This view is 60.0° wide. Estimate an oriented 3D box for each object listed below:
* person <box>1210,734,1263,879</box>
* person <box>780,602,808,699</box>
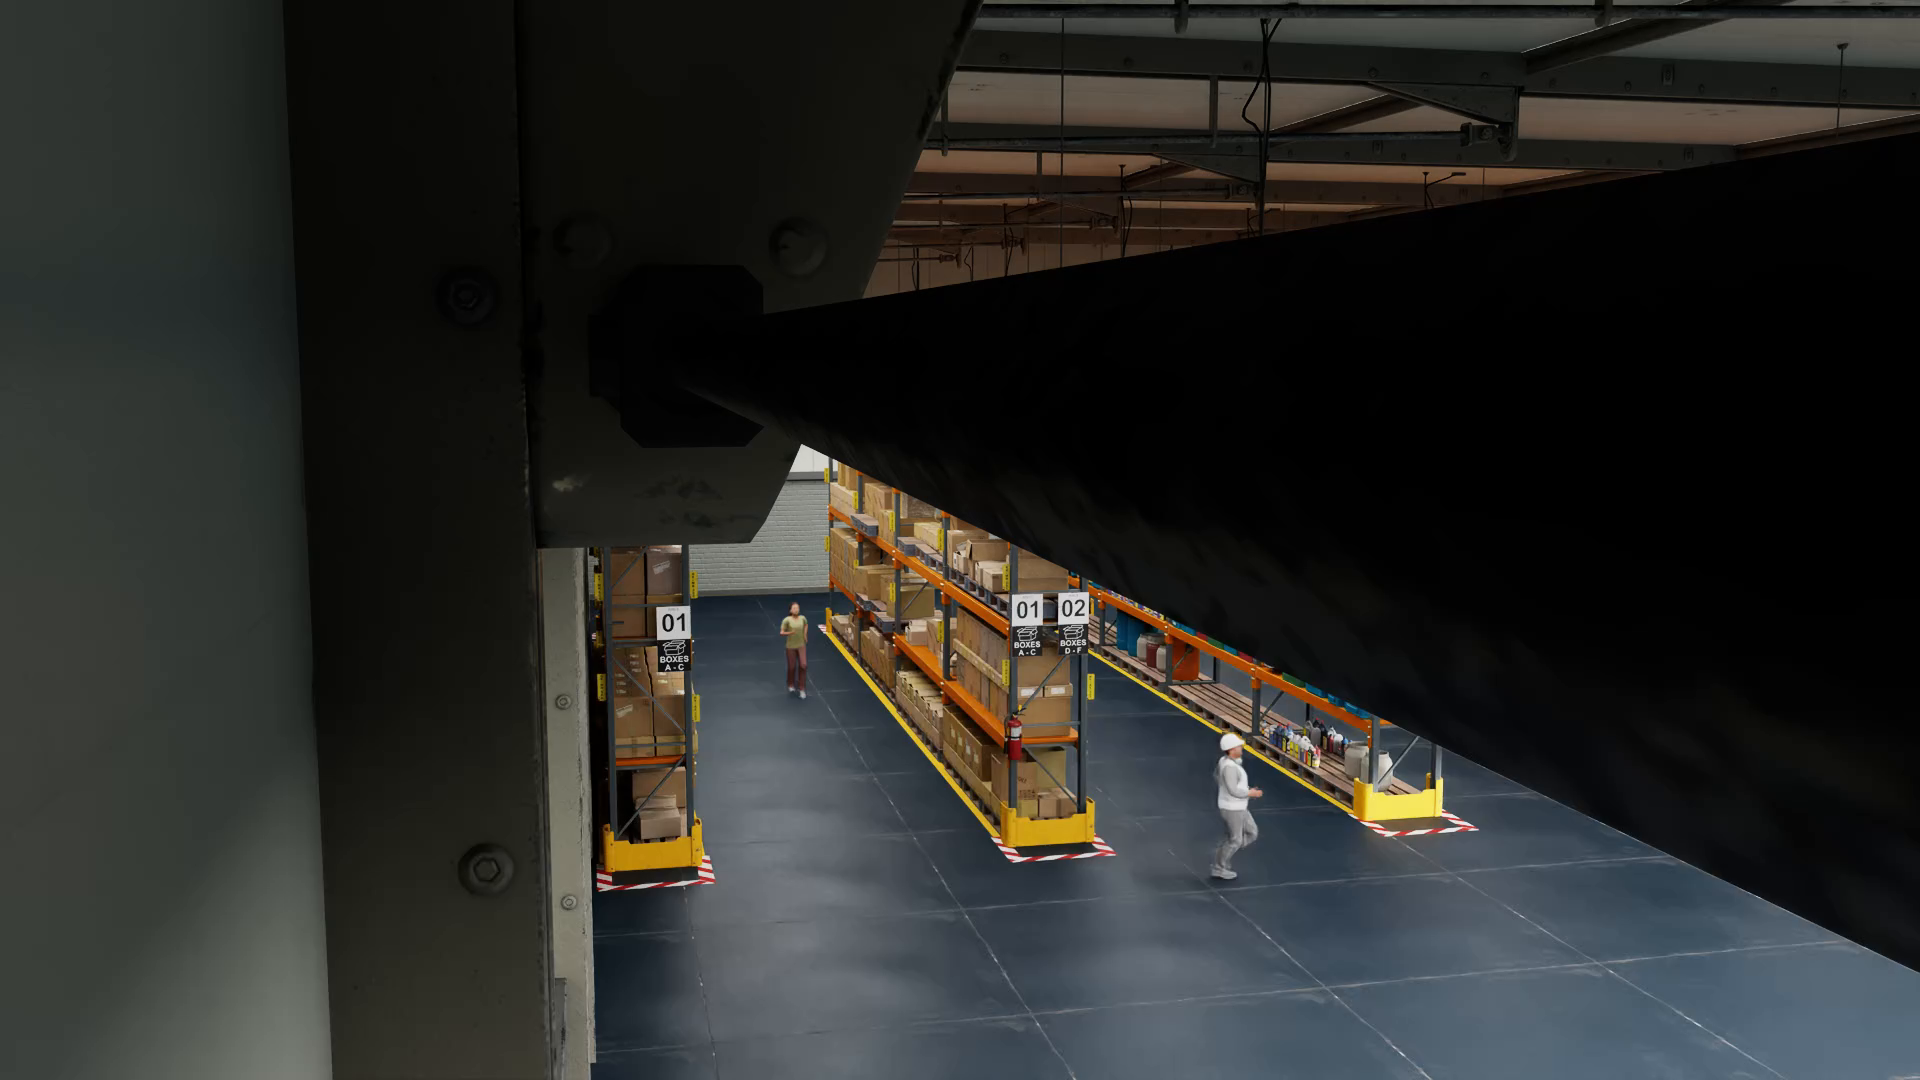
[{"bbox_3d":[3.271,3.137,19.638,0.603,1.732,0.643,1,7,10],"label":"person"},{"bbox_3d":[-2.957,1.955,29.829,0.562,1.714,0.728,-2,7,-18],"label":"person"}]
